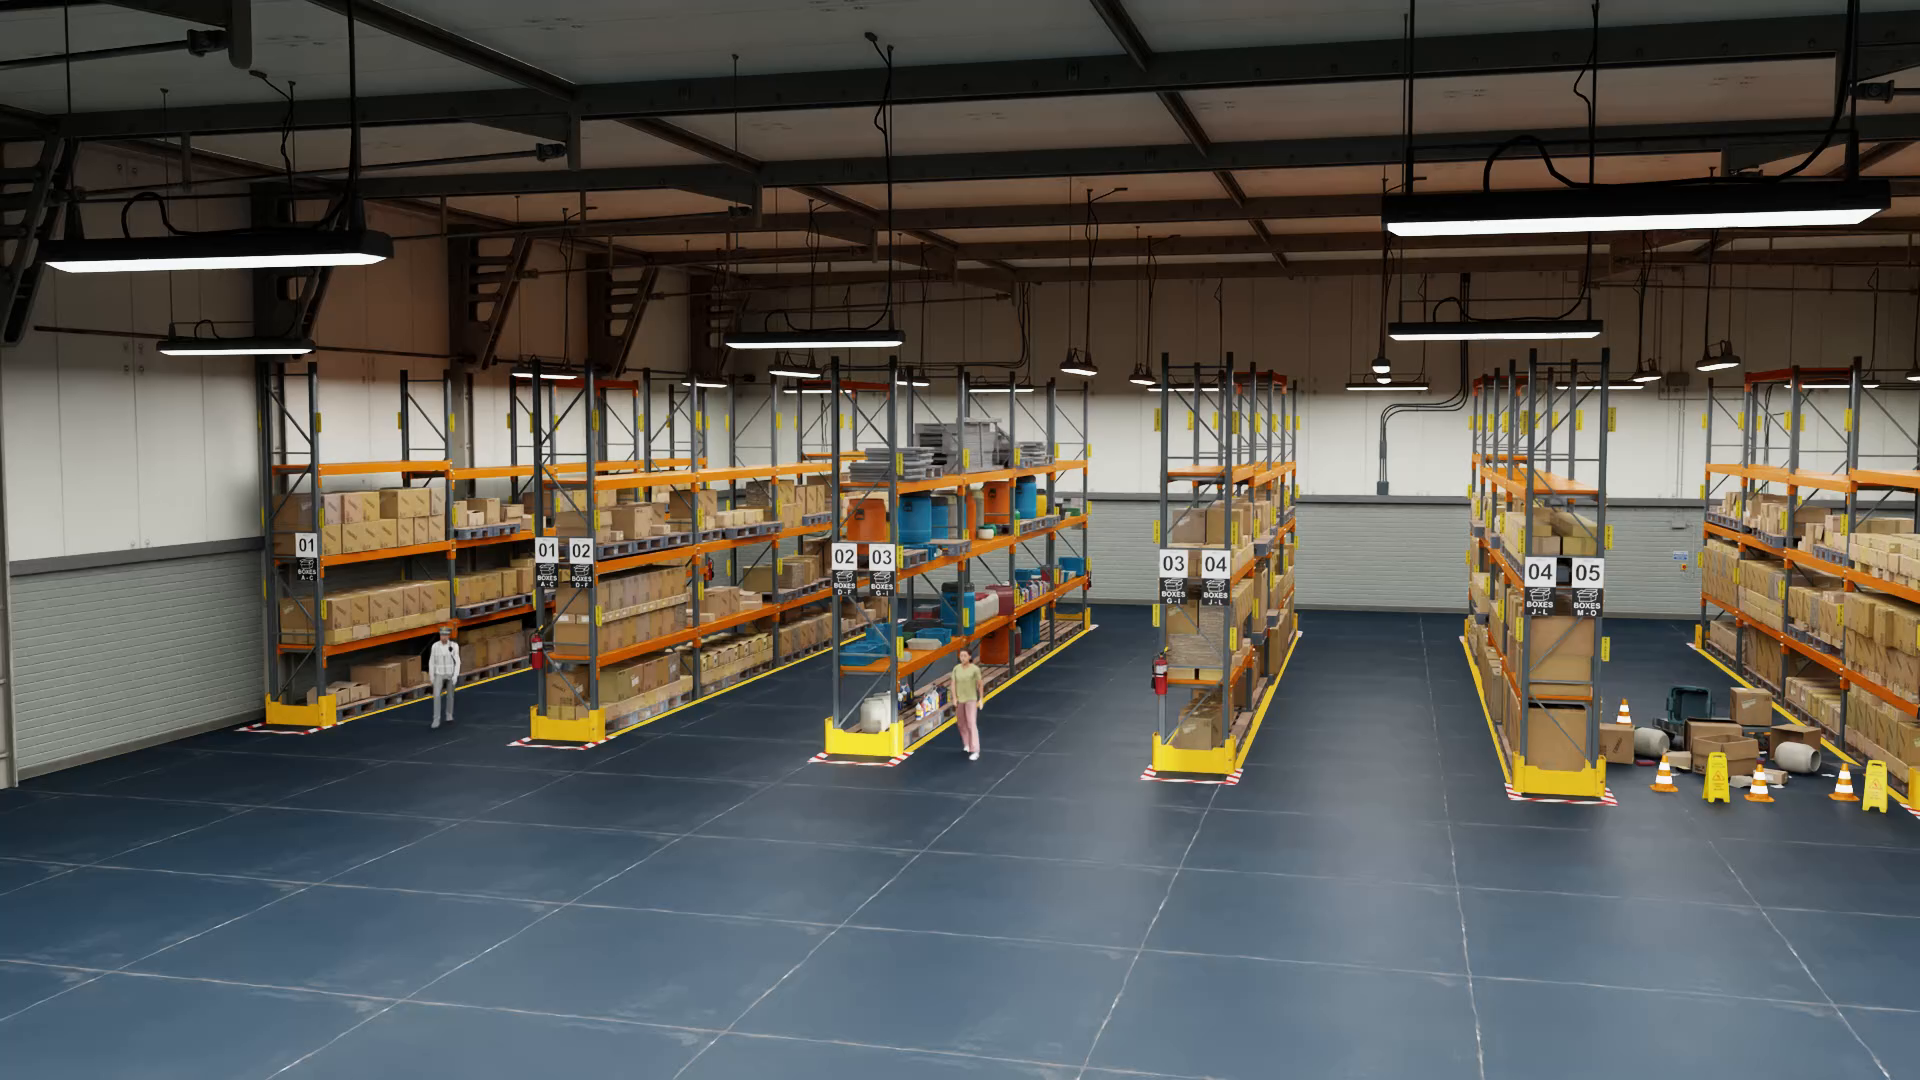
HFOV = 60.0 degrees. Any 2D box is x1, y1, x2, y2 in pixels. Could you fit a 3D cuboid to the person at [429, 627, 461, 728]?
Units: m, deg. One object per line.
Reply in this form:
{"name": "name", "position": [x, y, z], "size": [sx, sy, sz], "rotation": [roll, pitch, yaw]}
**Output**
{"name": "person", "position": [-8.515, 2.233, 27.483], "size": [0.508, 1.619, 0.953], "rotation": [-1, 4, -20]}

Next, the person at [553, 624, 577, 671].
{"name": "person", "position": [-7.122, 2.017, 30.096], "size": [0.561, 1.786, 0.676], "rotation": [0, 4, -2]}

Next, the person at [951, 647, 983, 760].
{"name": "person", "position": [0.121, 2.427, 25.043], "size": [0.565, 1.629, 0.785], "rotation": [2, 5, 27]}
